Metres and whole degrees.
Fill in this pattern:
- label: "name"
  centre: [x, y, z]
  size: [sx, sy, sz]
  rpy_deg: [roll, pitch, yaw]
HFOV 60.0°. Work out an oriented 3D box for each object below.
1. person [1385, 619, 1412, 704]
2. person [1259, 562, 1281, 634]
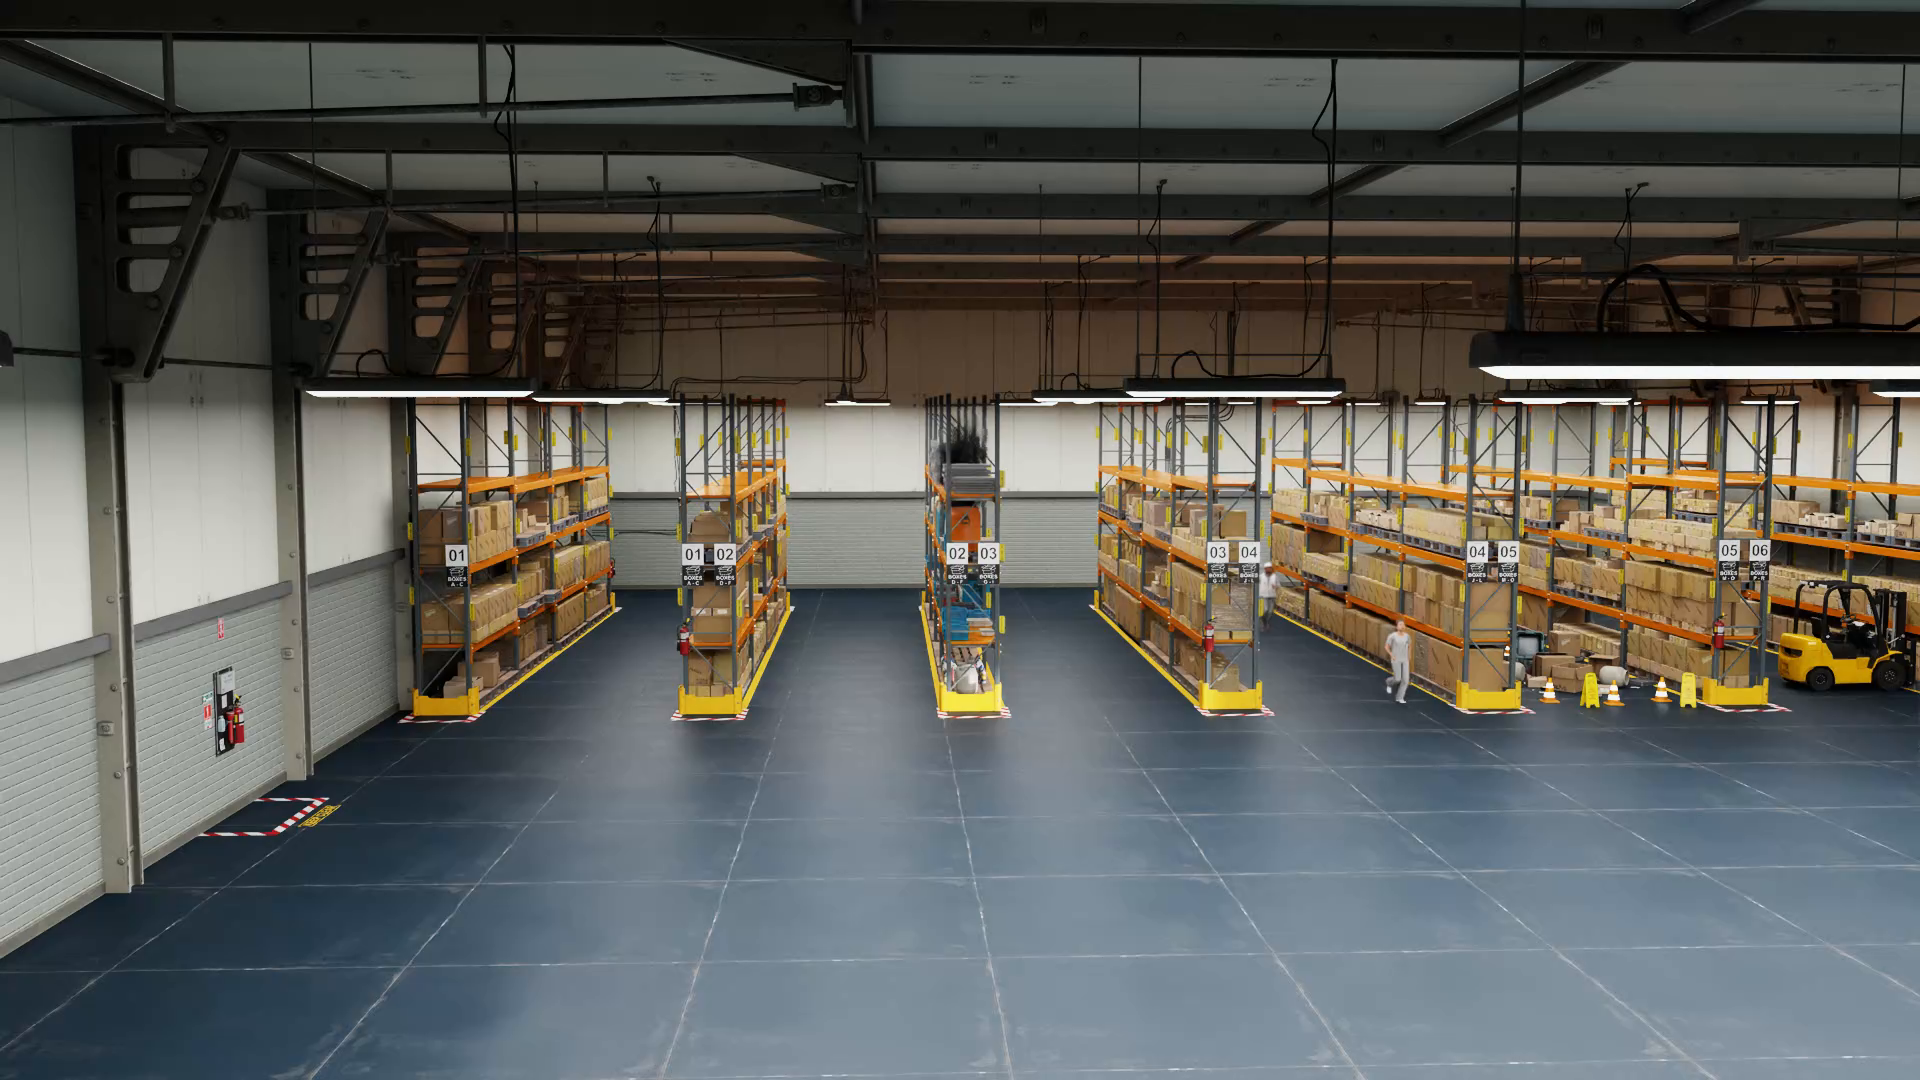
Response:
- label: "person"
  centre: [8.582, 2.353, 32.461]
  size: [0.557, 1.618, 0.646]
  rpy_deg: [-1, 5, -9]
- label: "person"
  centre: [7.876, 1.480, 42.573]
  size: [0.625, 1.831, 0.758]
  rpy_deg: [0, 5, -4]
